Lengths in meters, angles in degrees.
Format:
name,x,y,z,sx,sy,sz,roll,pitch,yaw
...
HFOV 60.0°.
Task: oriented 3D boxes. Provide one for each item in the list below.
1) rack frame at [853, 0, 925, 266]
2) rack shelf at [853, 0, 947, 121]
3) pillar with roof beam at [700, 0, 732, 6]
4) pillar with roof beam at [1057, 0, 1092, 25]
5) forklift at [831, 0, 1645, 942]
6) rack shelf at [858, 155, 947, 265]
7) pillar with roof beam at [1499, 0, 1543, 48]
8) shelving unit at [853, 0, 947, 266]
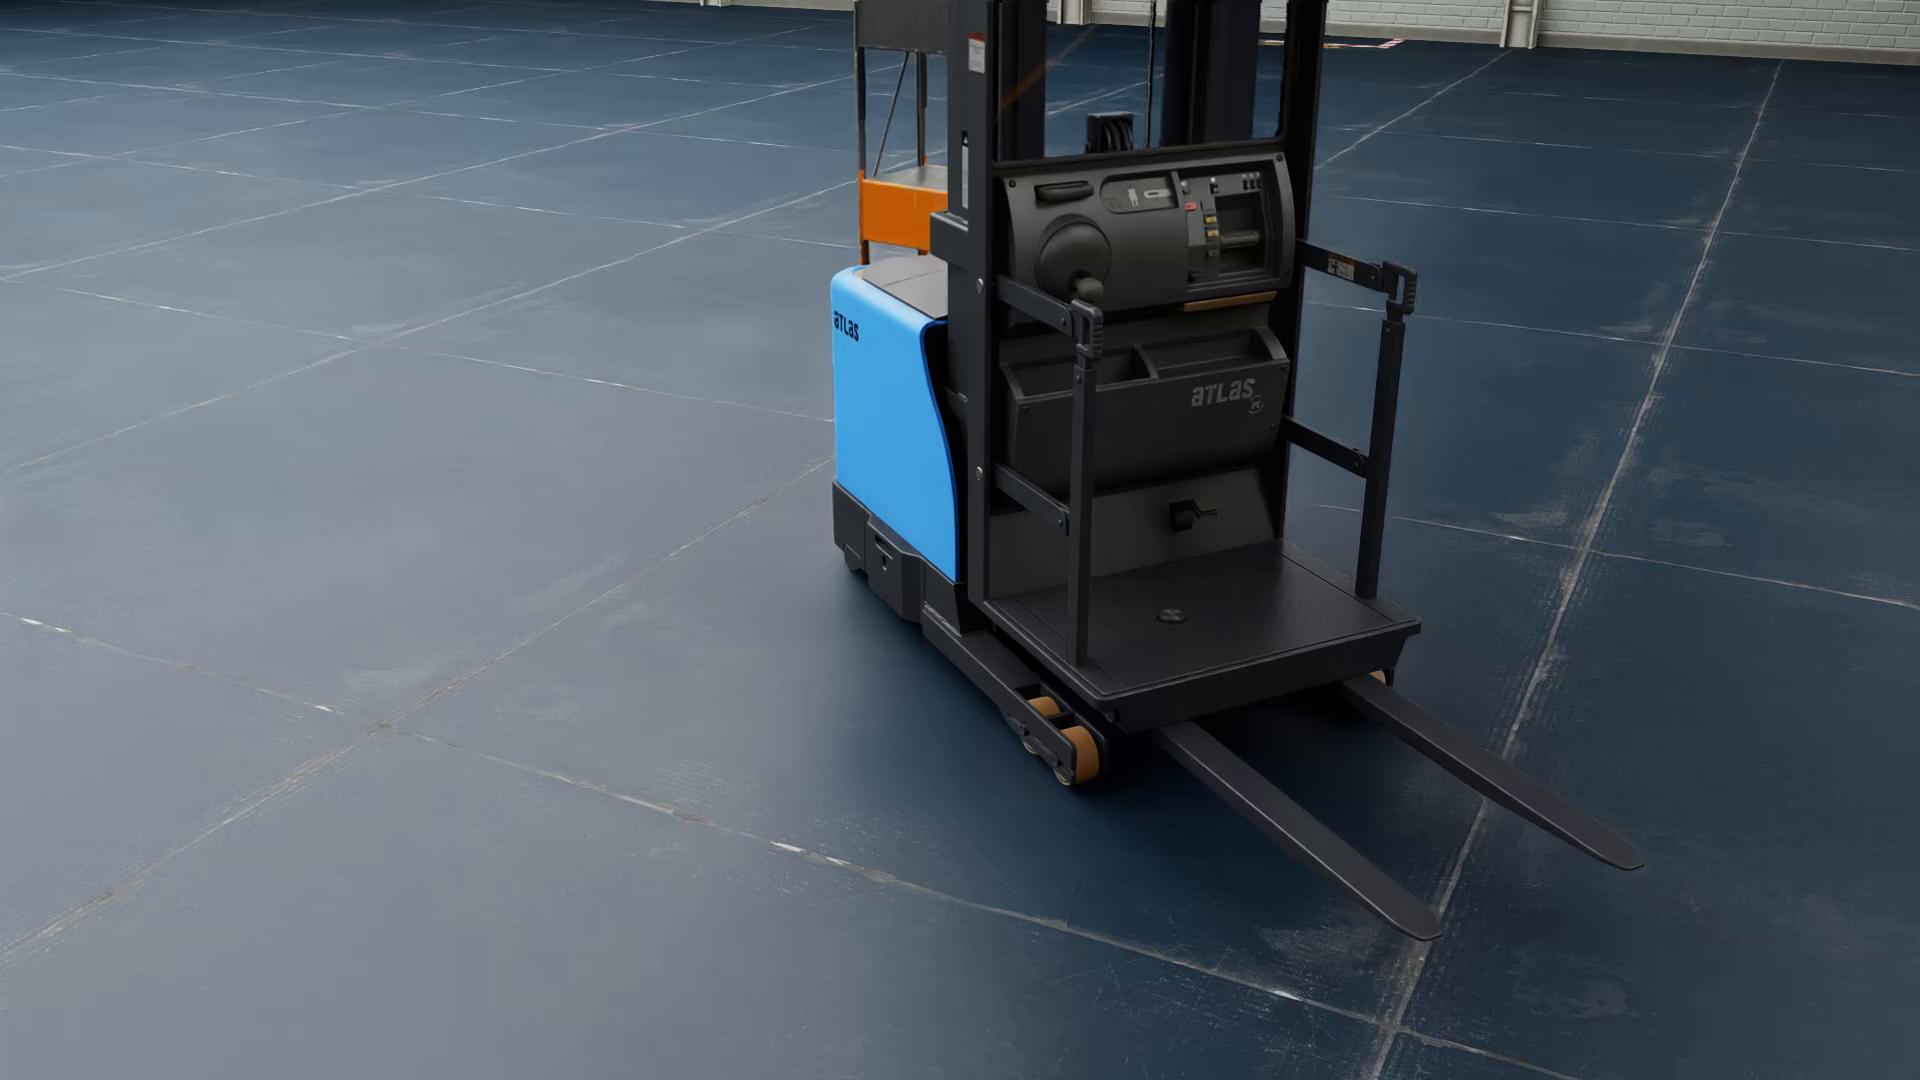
name,x,y,z,sx,sy,sz,roll,pitch,yaw
rack frame,-0.258,-1.208,6.409,0.015,2.100,0.400,16,28,33
rack shelf,-0.061,-1.784,6.007,0.480,0.518,0.431,16,28,33
pillar with roof beam,-5.704,-10.902,20.387,0.400,9.000,9.100,11,25,25
pillar with roof beam,-0.350,-9.843,17.896,0.400,9.000,9.100,11,25,25
forklift,0.643,-0.860,4.526,1.130,2.935,3.031,-11,25,-24
rack shelf,-0.061,-1.140,6.281,0.480,0.518,0.431,16,28,33
pillar with roof beam,5.005,-8.783,15.405,0.400,9.000,9.100,11,25,25
shelving unit,-0.061,-1.152,6.276,0.503,2.100,0.431,16,28,33
